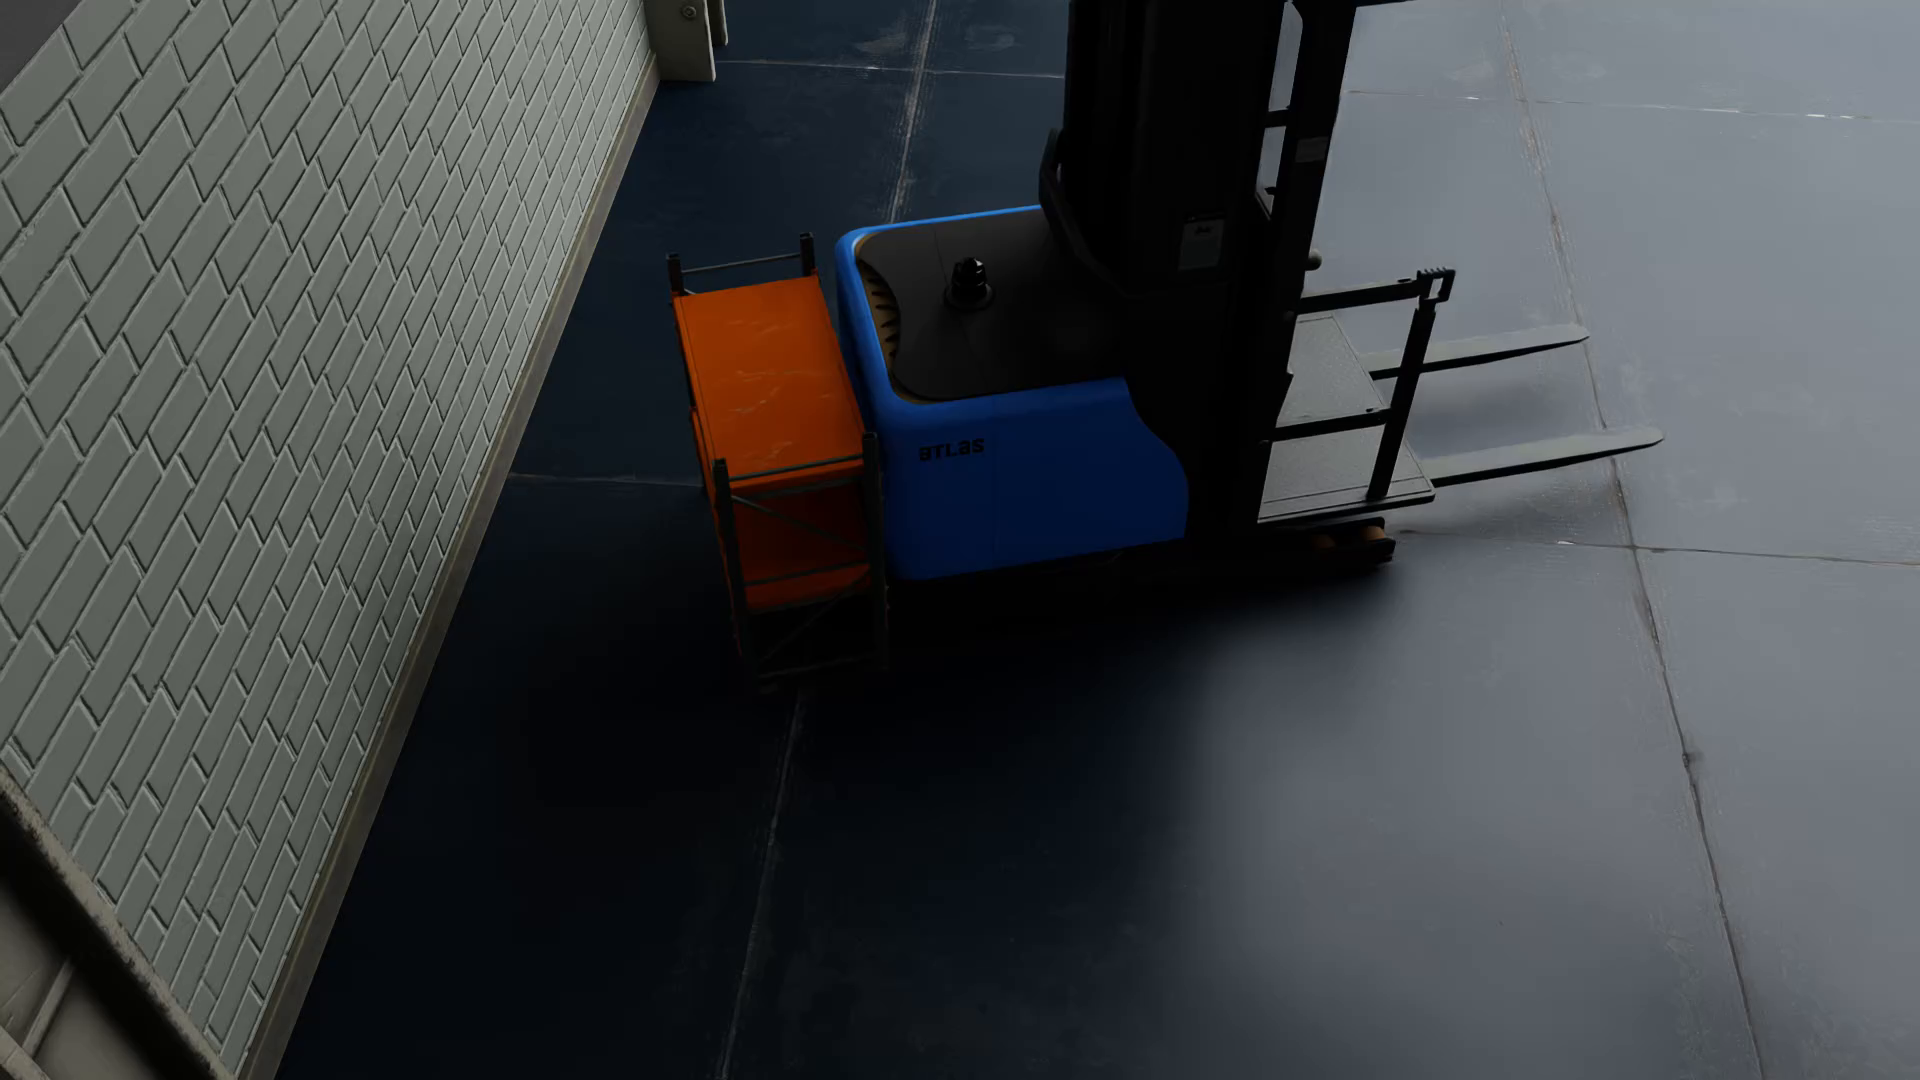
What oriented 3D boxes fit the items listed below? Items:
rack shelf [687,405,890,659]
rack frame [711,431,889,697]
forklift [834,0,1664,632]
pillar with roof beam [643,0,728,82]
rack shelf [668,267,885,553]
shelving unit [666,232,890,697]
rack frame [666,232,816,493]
[{"bbox_3d":[-0.620,-0.091,5.902,0.538,0.278,1.000,-11,48,-10],"label":"rack shelf"},{"bbox_3d":[-0.494,0.108,5.389,0.500,1.125,0.032,-11,48,-10],"label":"rack frame"},{"bbox_3d":[1.120,-1.226,5.385,3.031,2.935,1.130,-9,48,-8],"label":"forklift"},{"bbox_3d":[2.914,-5.207,4.914,9.100,9.000,0.400,4,48,4],"label":"pillar with roof beam"},{"bbox_3d":[-0.620,-0.453,5.505,0.538,0.278,1.000,-11,48,-10],"label":"rack shelf"},{"bbox_3d":[-0.620,-0.256,5.721,0.538,1.125,1.048,-11,48,-10],"label":"shelving unit"},{"bbox_3d":[-0.747,-0.619,6.054,0.500,1.125,0.032,-11,48,-10],"label":"rack frame"}]
